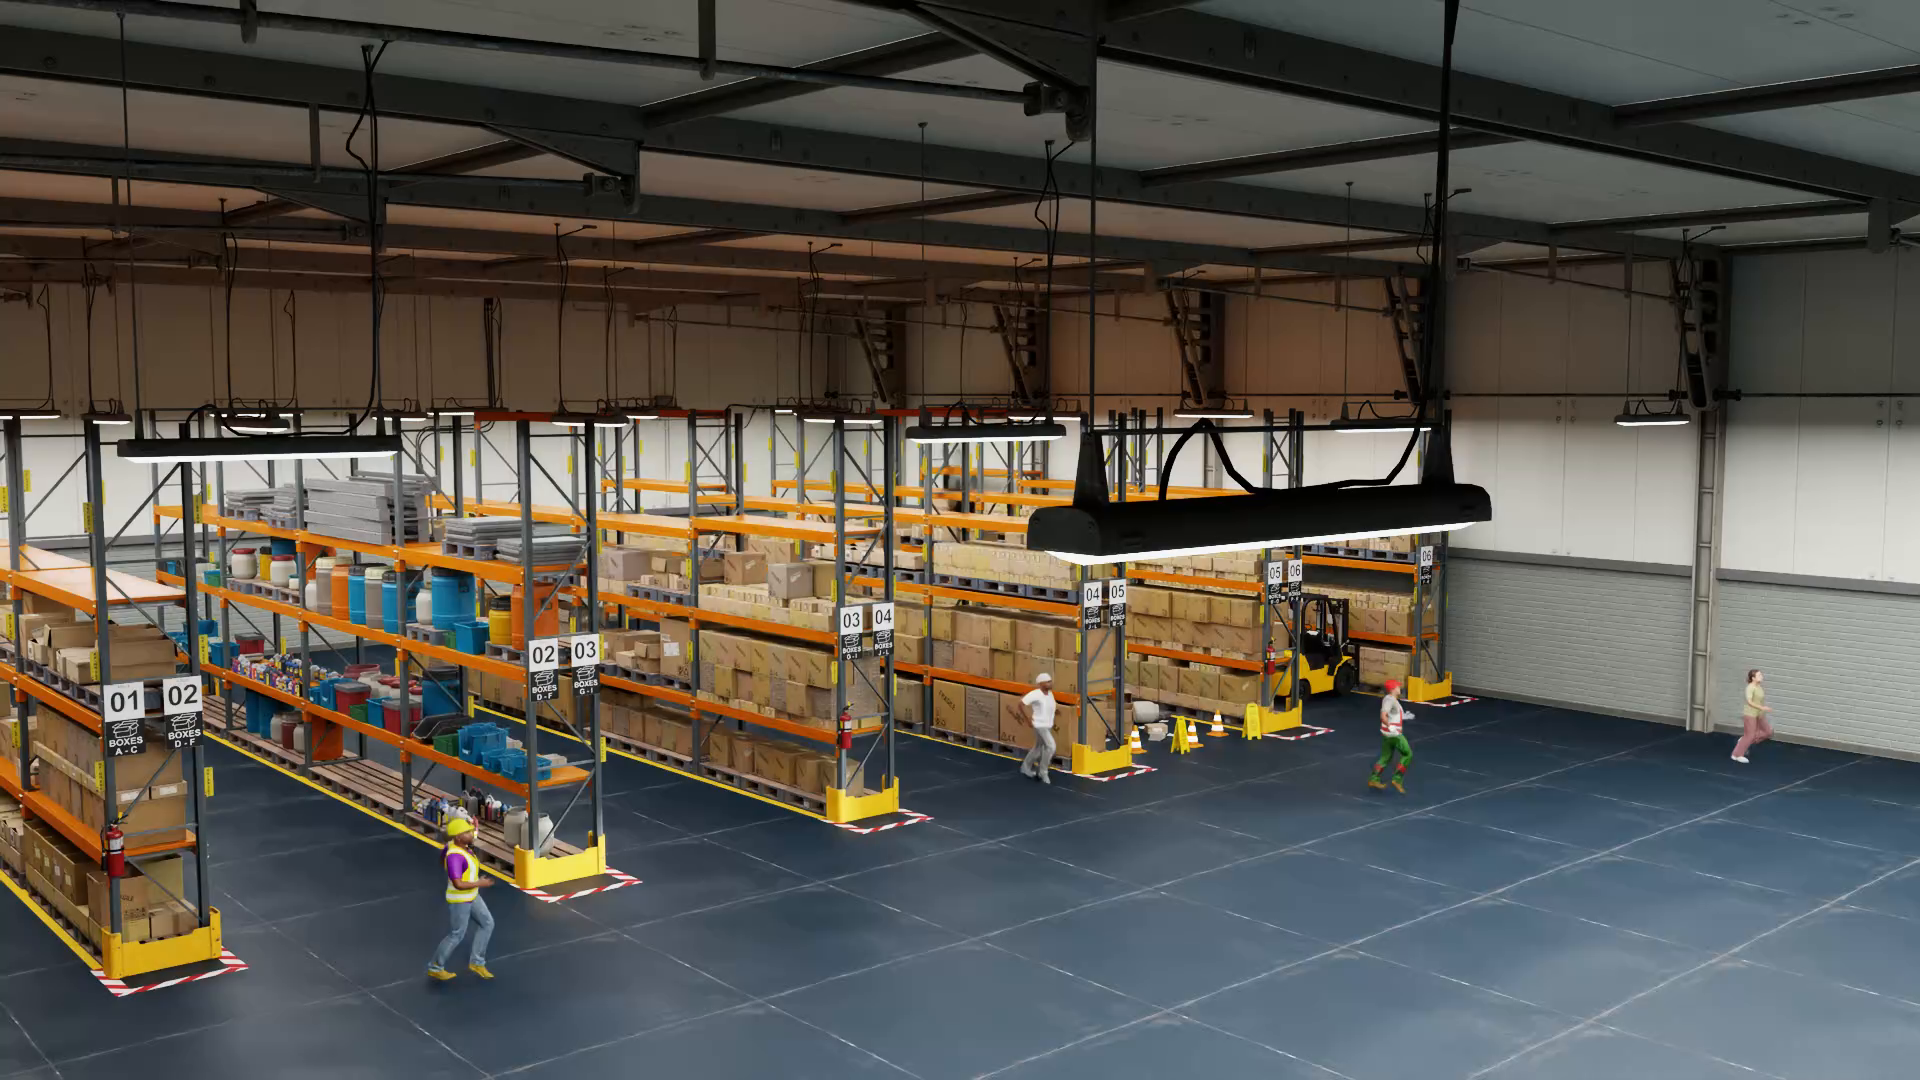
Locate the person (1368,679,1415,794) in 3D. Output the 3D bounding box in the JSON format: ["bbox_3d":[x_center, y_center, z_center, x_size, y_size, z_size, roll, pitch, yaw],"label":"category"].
[{"bbox_3d":[6.893,3.123,26.473,0.752,1.827,0.632,0,5,-1],"label":"person"}]

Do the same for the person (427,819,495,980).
[{"bbox_3d":[-5.367,3.891,17.895,0.730,1.813,0.697,0,5,-5],"label":"person"}]

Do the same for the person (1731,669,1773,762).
[{"bbox_3d":[13.641,3.024,28.570,0.599,1.608,0.667,-5,7,-44],"label":"person"}]

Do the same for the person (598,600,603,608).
[{"bbox_3d":[-8.952,1.944,41.152,0.519,1.586,0.691,-1,5,-16],"label":"person"}]

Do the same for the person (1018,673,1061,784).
[{"bbox_3d":[1.326,3.083,27.264,0.726,1.819,0.680,3,6,31],"label":"person"}]
